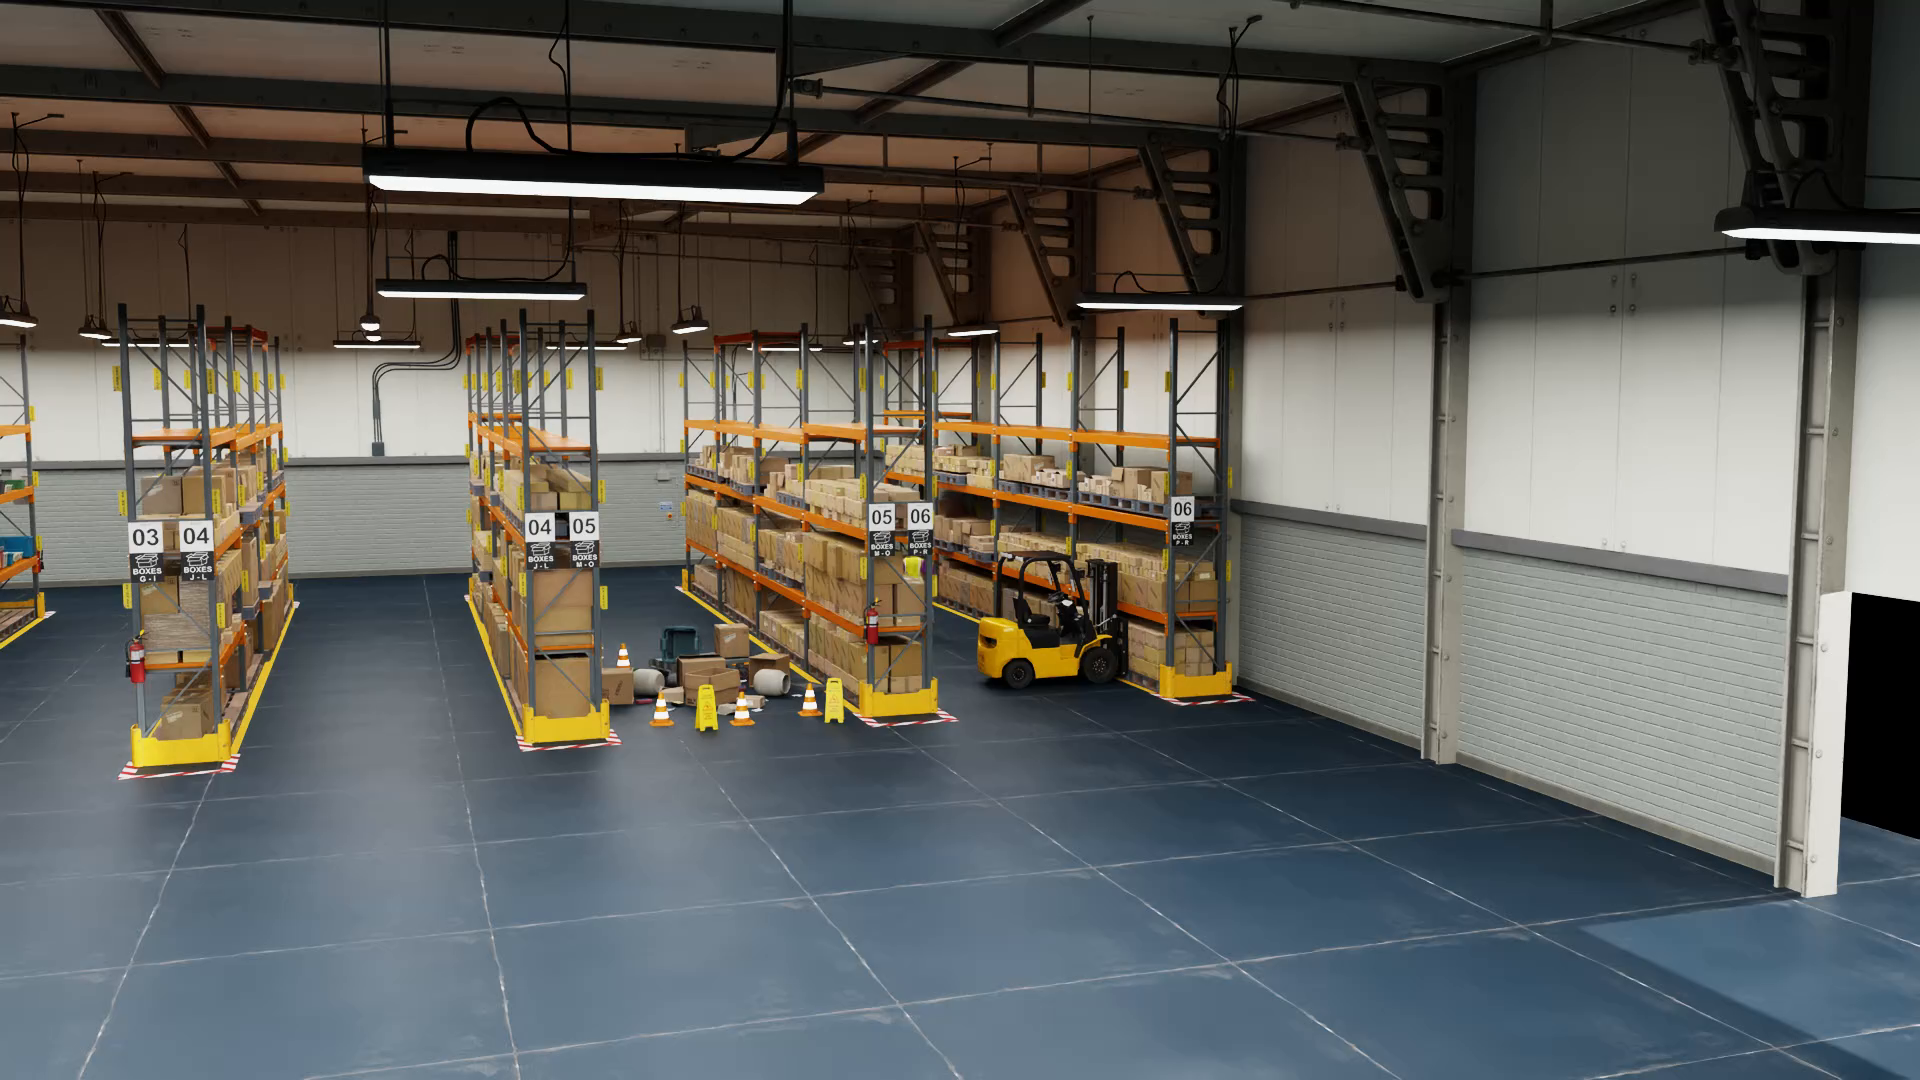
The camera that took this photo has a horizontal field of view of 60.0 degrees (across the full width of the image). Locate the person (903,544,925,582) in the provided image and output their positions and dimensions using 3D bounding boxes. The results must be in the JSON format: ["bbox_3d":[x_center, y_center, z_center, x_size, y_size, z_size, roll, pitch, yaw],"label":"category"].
[{"bbox_3d":[-1.004,0.960,33.388,0.529,1.804,0.621,-3,6,-32],"label":"person"}]
